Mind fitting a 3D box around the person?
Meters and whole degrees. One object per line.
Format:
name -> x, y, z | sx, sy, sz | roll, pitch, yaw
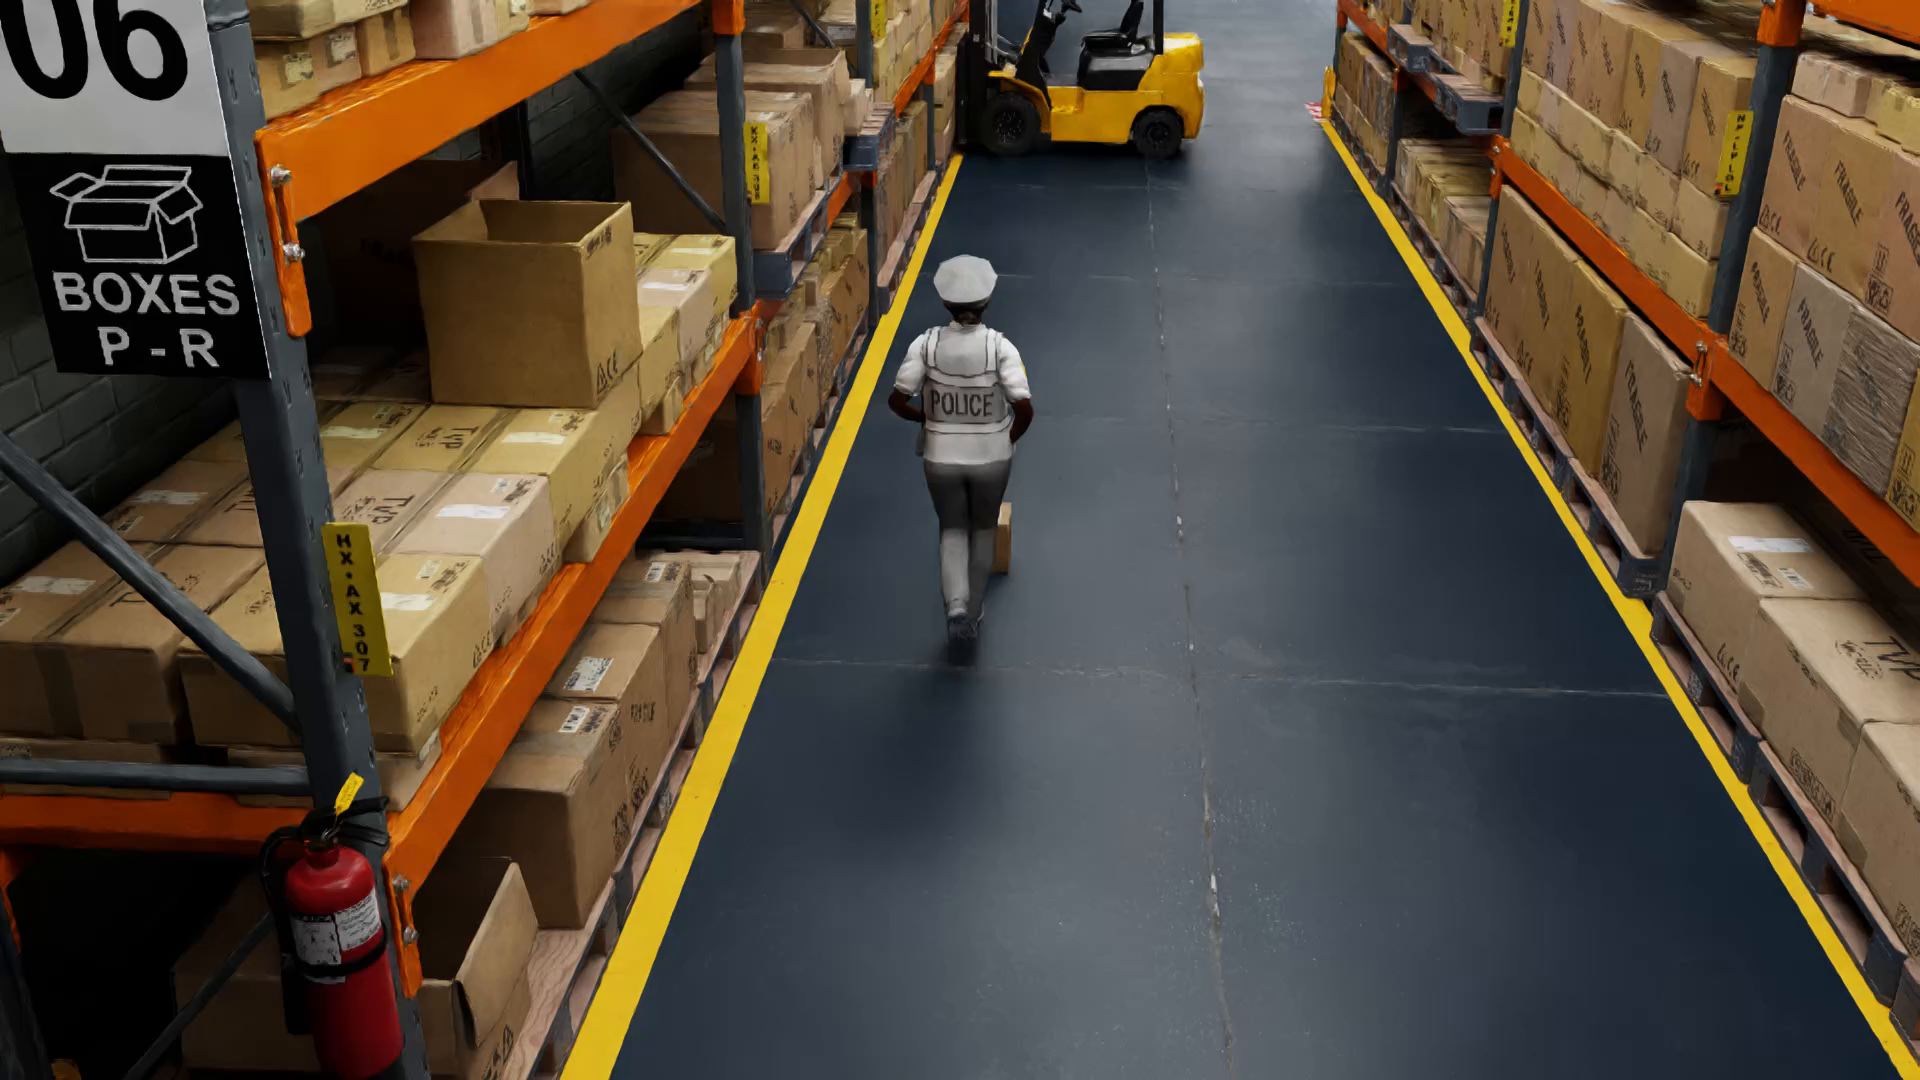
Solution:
person -> 0.011, -0.339, 6.822 | 0.593, 1.669, 0.628 | 3, 25, 6
